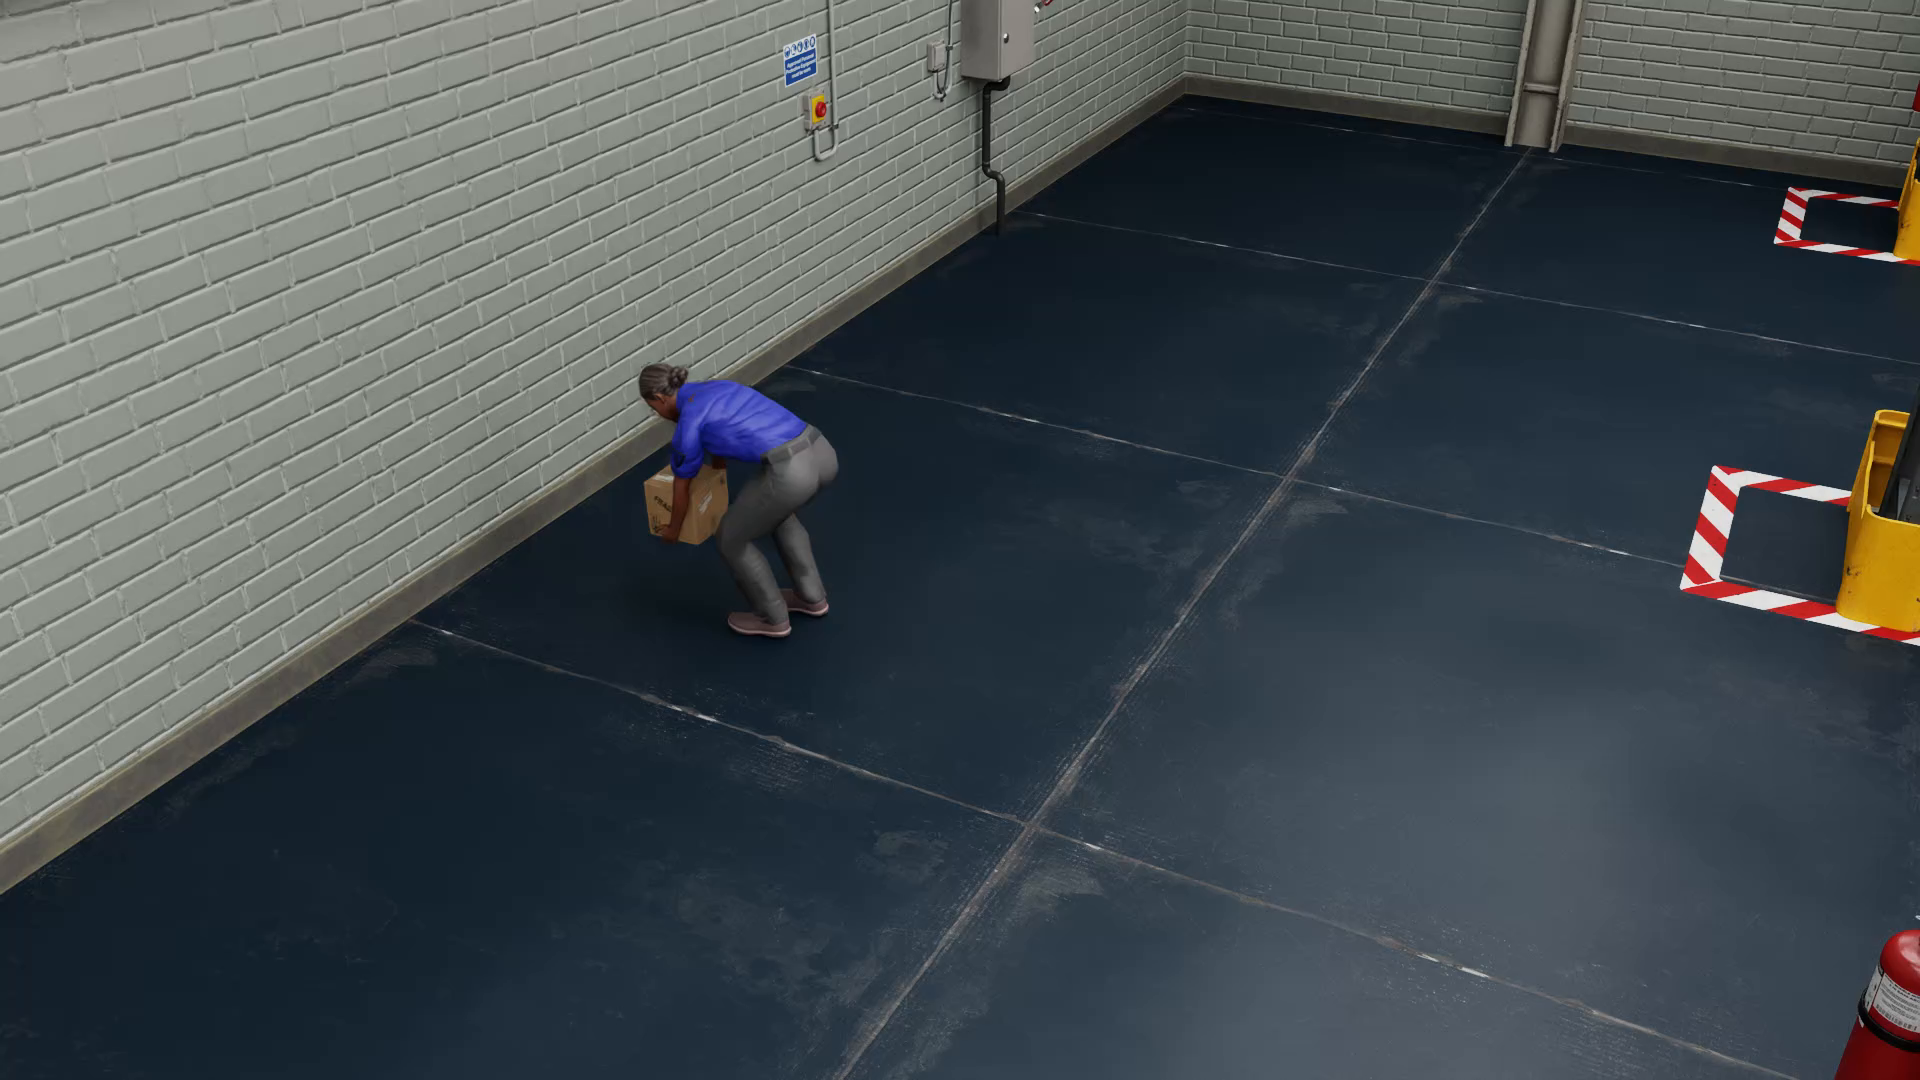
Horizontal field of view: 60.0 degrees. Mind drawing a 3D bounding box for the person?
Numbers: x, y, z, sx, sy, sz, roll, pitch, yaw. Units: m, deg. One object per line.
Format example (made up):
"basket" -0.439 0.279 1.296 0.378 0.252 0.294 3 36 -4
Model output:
"person" -0.919 -0.172 6.963 0.846 1.126 0.437 13 33 21
